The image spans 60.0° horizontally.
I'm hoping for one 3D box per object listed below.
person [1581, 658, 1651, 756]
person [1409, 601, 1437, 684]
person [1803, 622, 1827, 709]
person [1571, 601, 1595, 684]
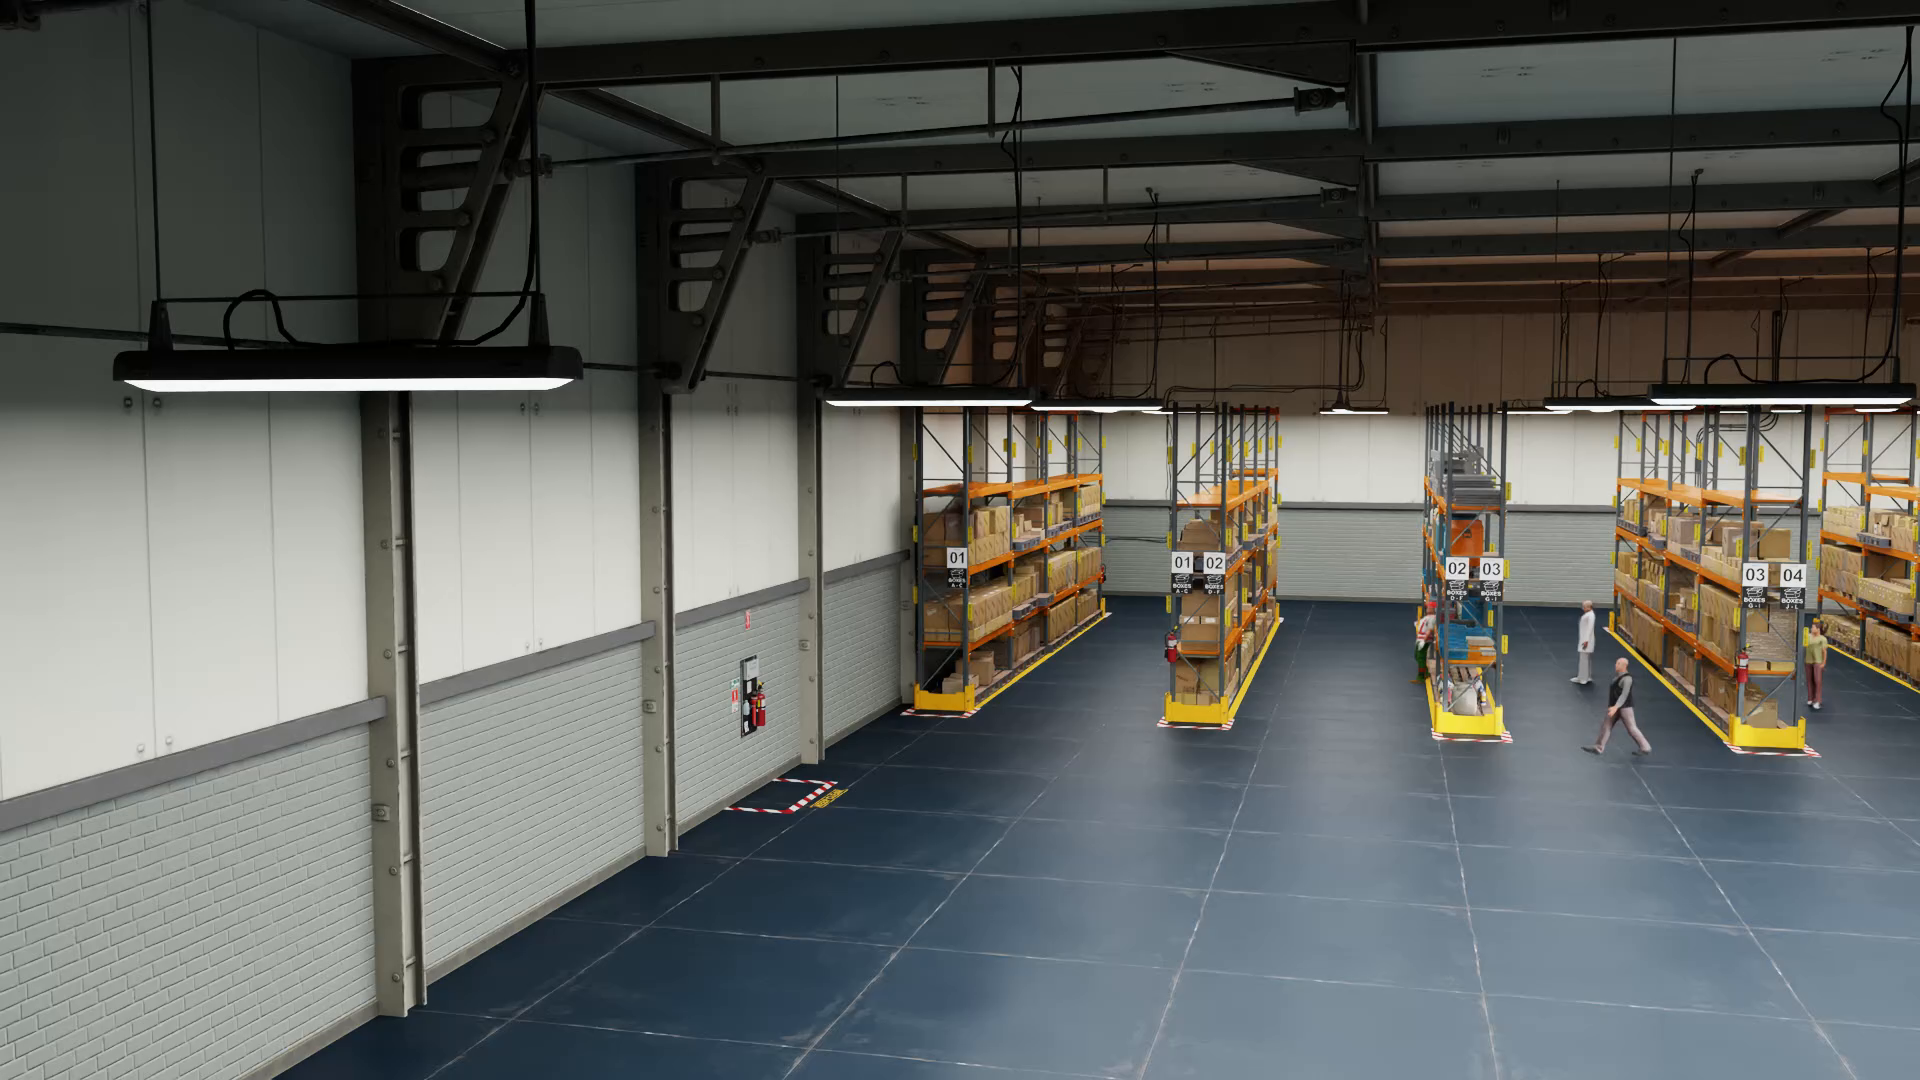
[{"bbox_3d":[11.066,2.817,27.941,1.054,1.674,0.562,0,4,-4],"label":"person"},{"bbox_3d":[9.928,2.193,35.616,0.572,1.772,0.600,2,5,21],"label":"person"},{"bbox_3d":[16.888,2.463,32.958,0.568,1.678,0.470,-3,5,-38],"label":"person"},{"bbox_3d":[13.419,2.192,35.811,0.457,1.786,0.626,2,5,21],"label":"person"}]
